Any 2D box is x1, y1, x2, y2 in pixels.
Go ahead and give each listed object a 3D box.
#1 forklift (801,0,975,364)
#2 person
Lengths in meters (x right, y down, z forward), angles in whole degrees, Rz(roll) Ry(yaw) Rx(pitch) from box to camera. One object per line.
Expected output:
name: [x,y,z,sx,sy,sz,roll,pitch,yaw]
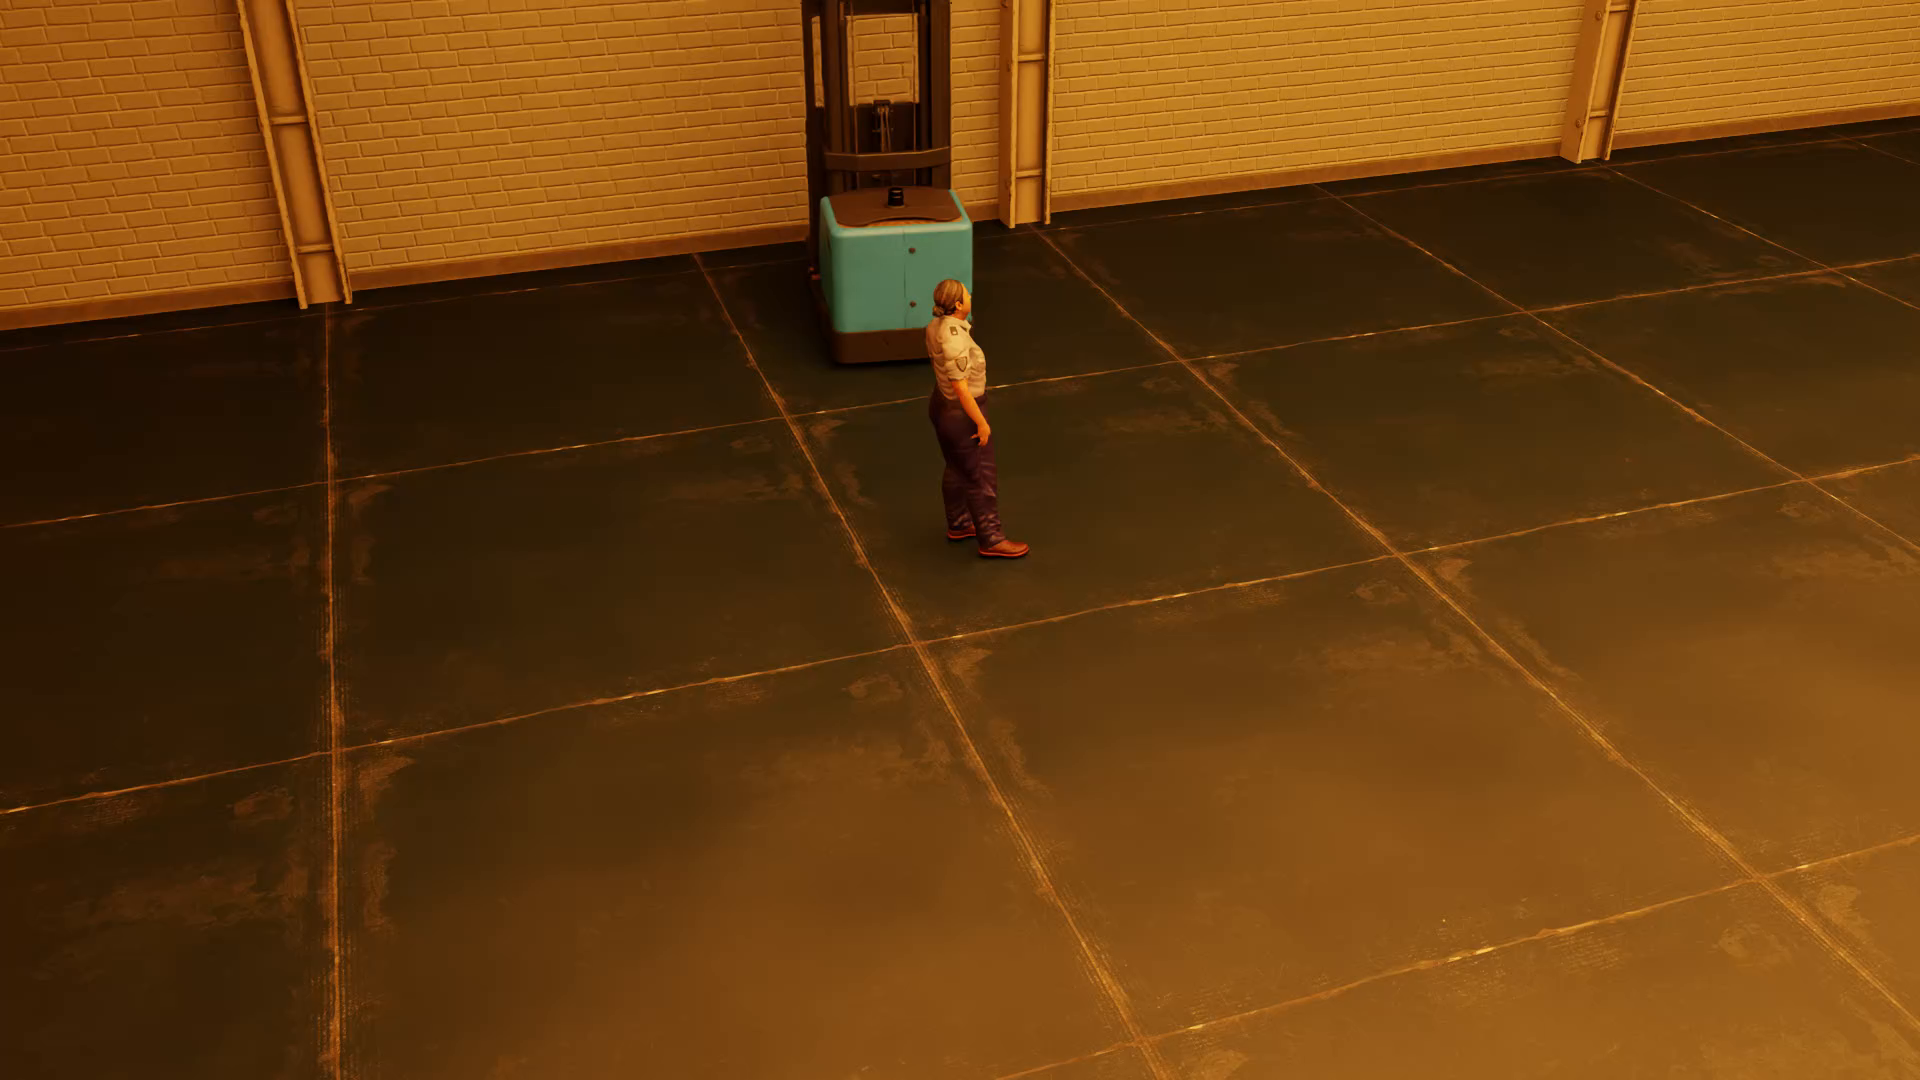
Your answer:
forklift: [-0.656,-3.273,12.775,1.130,2.935,3.031,-5,30,-9]
person: [0.092,-0.724,9.618,0.503,1.650,0.599,-10,31,-16]
